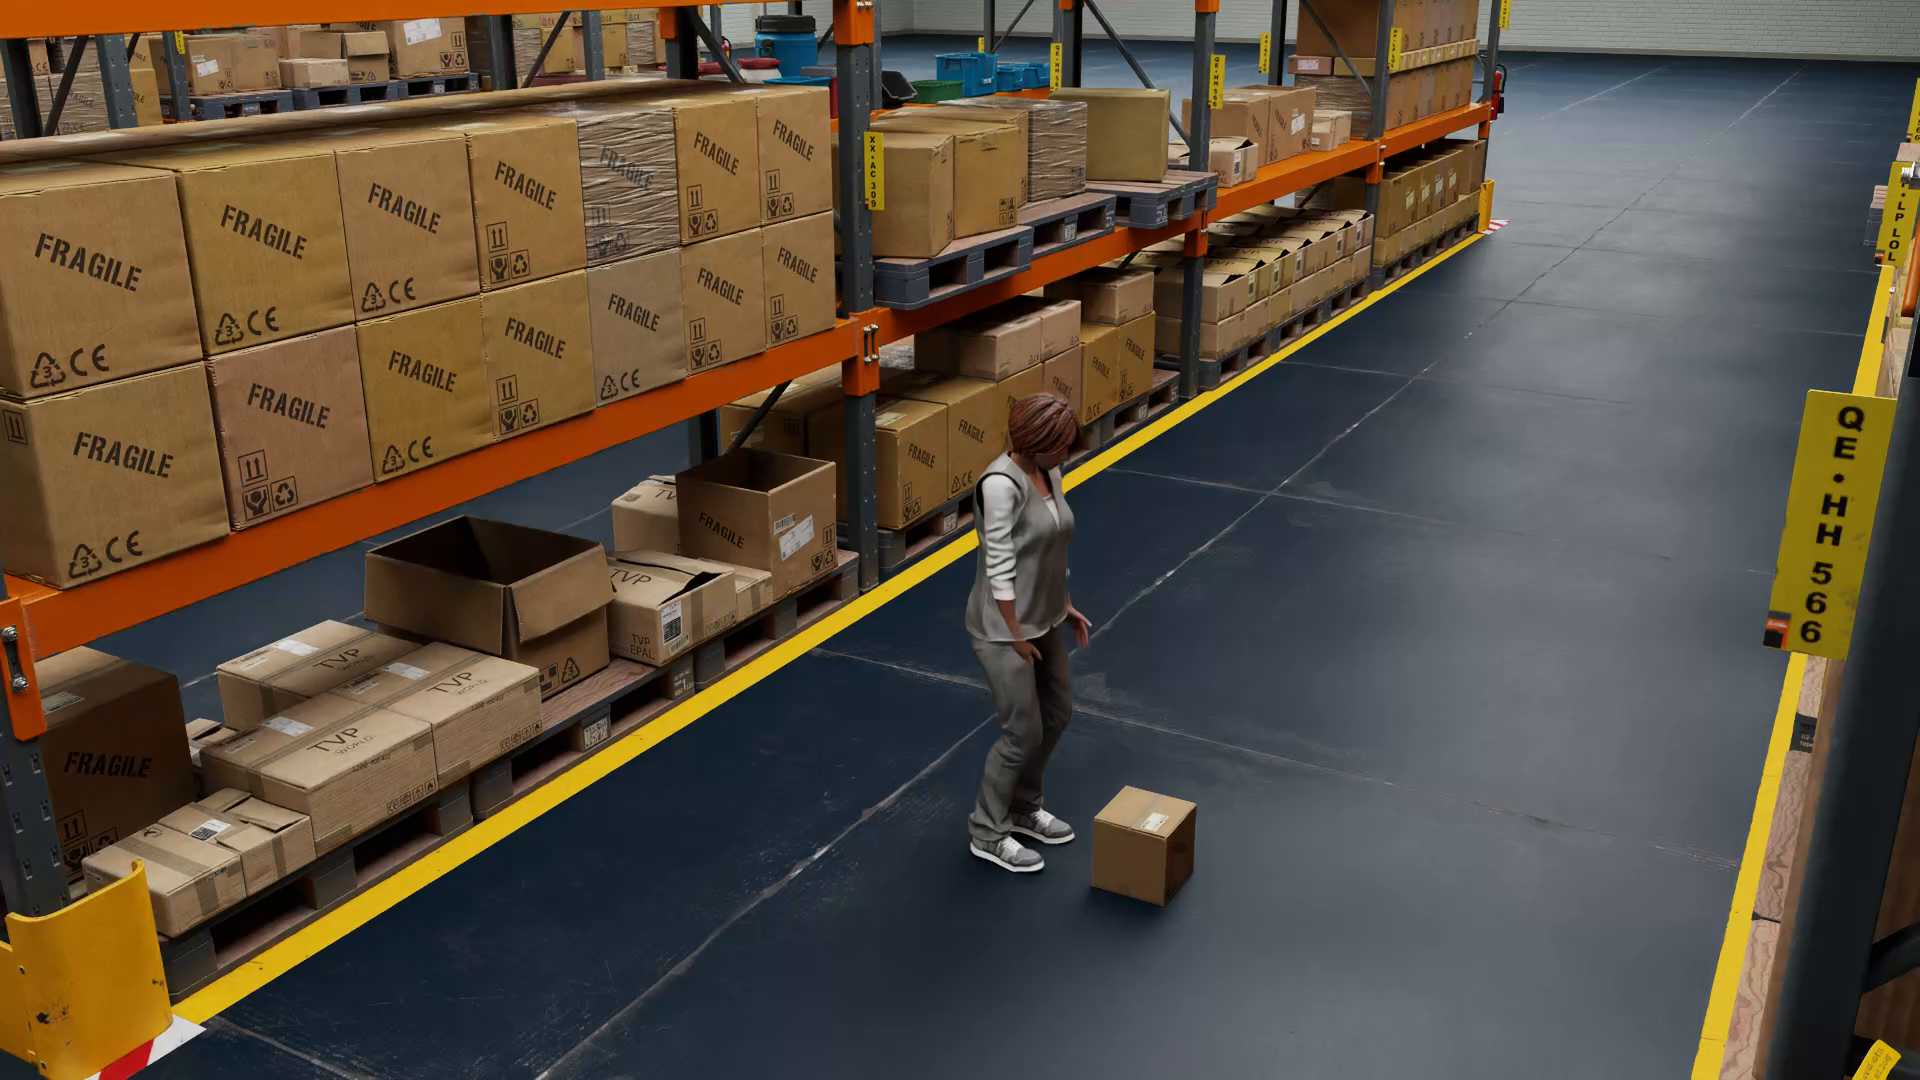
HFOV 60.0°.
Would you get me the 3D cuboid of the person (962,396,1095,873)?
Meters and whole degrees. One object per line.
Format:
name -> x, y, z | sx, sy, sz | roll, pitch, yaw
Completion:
person -> 0.214, 0.296, 5.345 | 0.368, 1.549, 0.423 | 11, 23, 29
